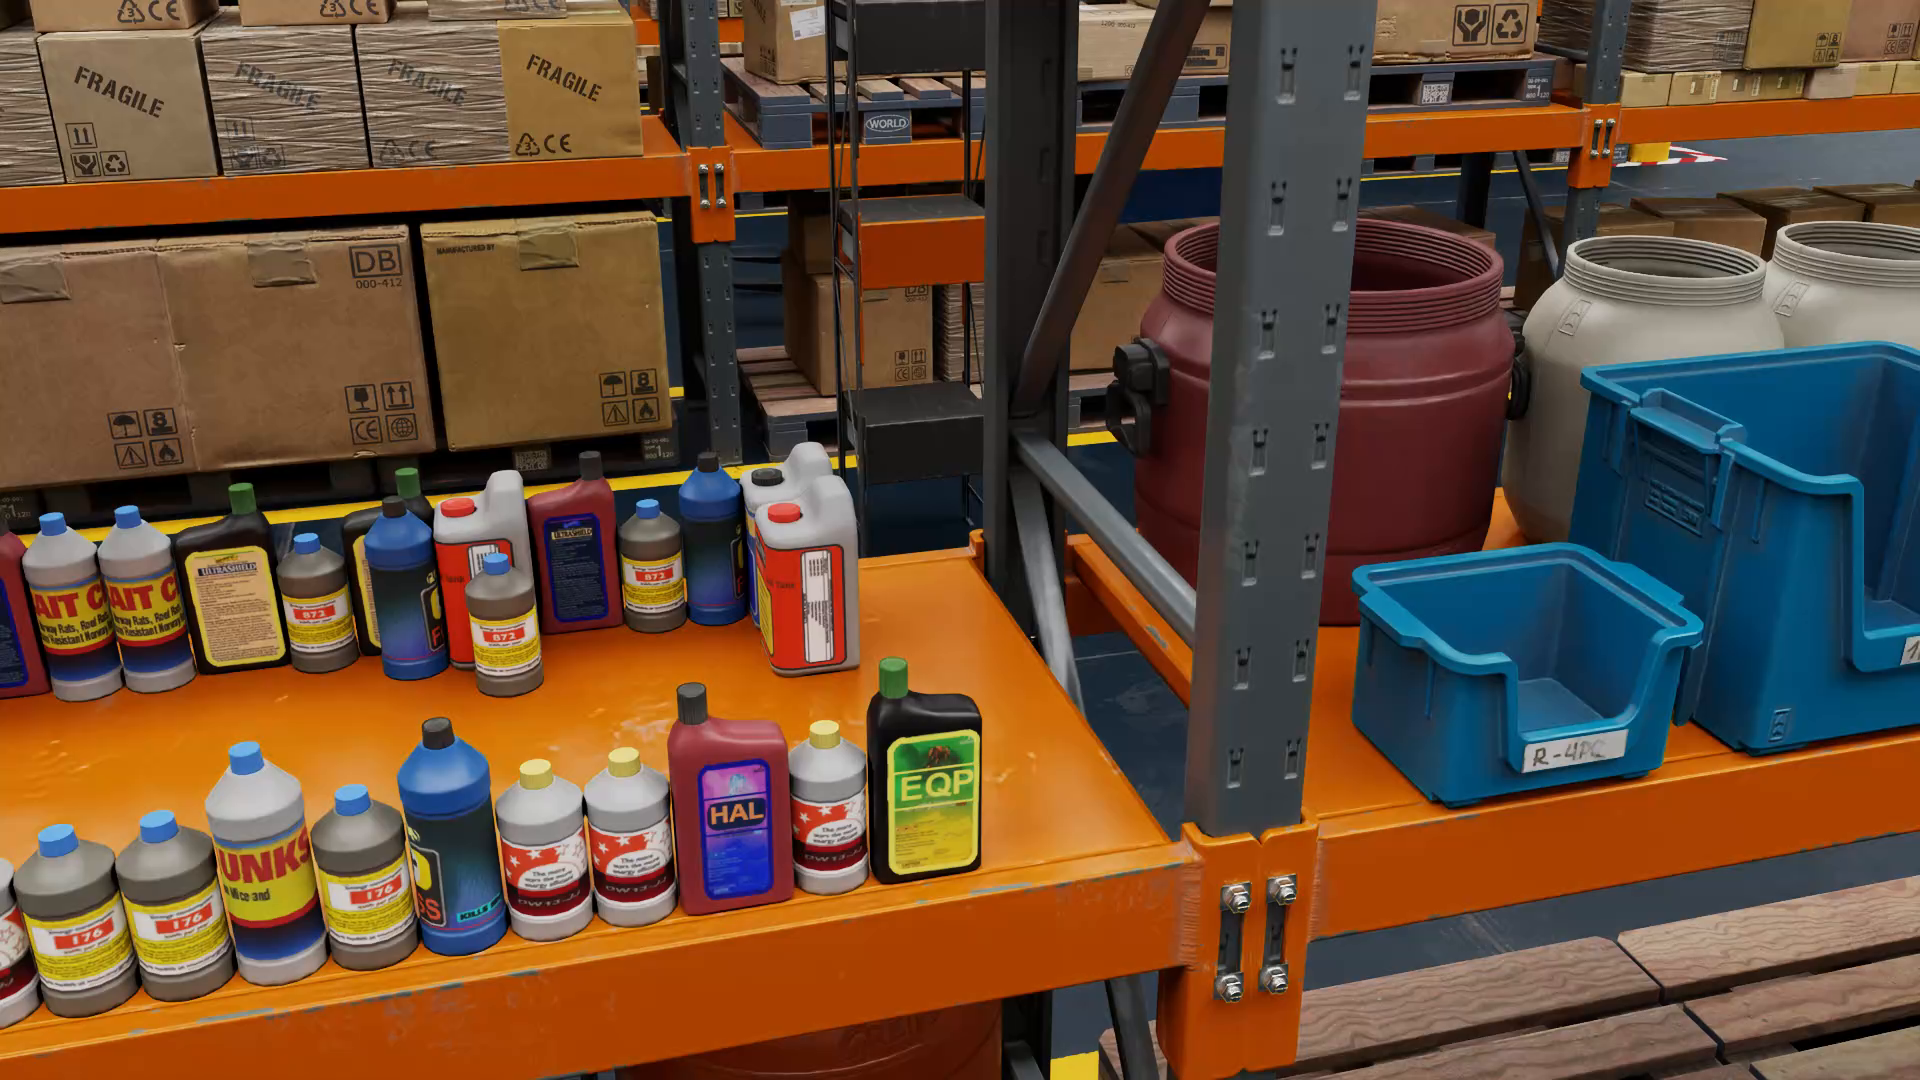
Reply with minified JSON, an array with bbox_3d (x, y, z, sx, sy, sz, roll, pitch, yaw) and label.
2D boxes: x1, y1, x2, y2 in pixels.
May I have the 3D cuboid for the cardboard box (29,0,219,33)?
[{"bbox_3d":[-3.086,-2.165,6.092,0.637,0.503,0.797,-6,24,-13],"label":"cardboard box"}]

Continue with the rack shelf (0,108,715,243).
[{"bbox_3d":[-3.031,-1.328,6.453,4.000,0.370,1.077,-6,24,-14],"label":"rack shelf"}]

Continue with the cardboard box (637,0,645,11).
[{"bbox_3d":[-1.987,-3.961,11.551,0.500,0.500,0.500,-6,24,-14],"label":"cardboard box"}]

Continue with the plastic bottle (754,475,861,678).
[{"bbox_3d":[-0.230,0.047,2.494,0.135,0.276,0.152,-6,24,-14],"label":"plastic bottle"}]

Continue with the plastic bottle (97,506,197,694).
[{"bbox_3d":[-1.187,0.081,2.420,0.097,0.271,0.097,0,23,0],"label":"plastic bottle"}]

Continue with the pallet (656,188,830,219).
[{"bbox_3d":[-1.568,-2.539,11.901,1.213,0.211,1.003,-6,24,-14],"label":"pallet"}]

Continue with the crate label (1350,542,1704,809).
[{"bbox_3d":[0.739,0.183,2.232,0.416,0.233,0.303,-6,24,-14],"label":"crate label"}]

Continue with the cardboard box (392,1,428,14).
[{"bbox_3d":[-2.143,-1.913,6.778,0.500,0.500,0.500,-7,24,-16],"label":"cardboard box"}]

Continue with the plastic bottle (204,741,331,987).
[{"bbox_3d":[-0.755,0.344,1.807,0.097,0.271,0.097,0,23,0],"label":"plastic bottle"}]

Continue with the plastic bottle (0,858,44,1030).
[{"bbox_3d":[-1.036,0.408,1.748,0.097,0.201,0.097,0,23,0],"label":"plastic bottle"}]

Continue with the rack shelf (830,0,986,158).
[{"bbox_3d":[-0.159,-1.578,5.524,0.480,0.518,0.431,-6,24,-14],"label":"rack shelf"}]

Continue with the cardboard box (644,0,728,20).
[{"bbox_3d":[-1.843,-3.757,11.075,0.500,0.500,0.500,-6,24,-14],"label":"cardboard box"}]

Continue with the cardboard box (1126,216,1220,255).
[{"bbox_3d":[1.146,-1.191,7.833,0.500,0.500,0.700,-8,25,-19],"label":"cardboard box"}]

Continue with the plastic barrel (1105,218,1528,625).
[{"bbox_3d":[0.598,-0.218,2.782,0.708,0.536,0.600,-6,24,-14],"label":"plastic barrel"}]

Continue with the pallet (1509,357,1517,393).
[{"bbox_3d":[1.997,-0.933,8.156,1.213,0.211,1.003,-6,24,-14],"label":"pallet"}]

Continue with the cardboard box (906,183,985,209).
[{"bbox_3d":[0.040,-1.413,7.400,0.500,0.250,0.500,-4,23,-8],"label":"cardboard box"}]

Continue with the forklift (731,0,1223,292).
[{"bbox_3d":[0.122,-2.651,8.712,3.031,2.935,1.130,-1,23,-2],"label":"forklift"}]

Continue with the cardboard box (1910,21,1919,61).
[{"bbox_3d":[4.634,-2.674,8.173,0.500,0.500,0.875,-6,24,-14],"label":"cardboard box"}]

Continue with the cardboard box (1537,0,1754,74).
[{"bbox_3d":[3.196,-2.505,7.780,0.500,0.500,0.875,-6,24,-14],"label":"cardboard box"}]

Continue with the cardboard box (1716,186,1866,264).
[{"bbox_3d":[4.268,-1.529,8.647,0.500,0.500,0.500,-9,25,-19],"label":"cardboard box"}]

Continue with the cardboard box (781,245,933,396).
[{"bbox_3d":[-0.466,-1.004,7.398,0.500,0.500,0.700,-8,24,-17],"label":"cardboard box"}]

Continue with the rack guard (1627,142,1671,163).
[{"bbox_3d":[5.378,-3.471,13.707,0.348,0.500,1.175,-6,24,-14],"label":"rack guard"}]

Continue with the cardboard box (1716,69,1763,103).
[{"bbox_3d":[3.512,-2.150,7.775,0.250,0.149,0.380,-6,24,-14],"label":"cardboard box"}]

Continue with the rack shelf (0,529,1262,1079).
[{"bbox_3d":[-1.693,0.552,2.071,4.000,0.370,1.077,-6,24,-14],"label":"rack shelf"}]

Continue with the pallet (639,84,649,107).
[{"bbox_3d":[-3.029,-4.435,16.319,1.213,0.211,1.003,-6,24,-14],"label":"pallet"}]

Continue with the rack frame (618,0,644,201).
[{"bbox_3d":[-2.348,-3.766,11.222,0.127,3.000,1.000,-6,24,-14],"label":"rack frame"}]

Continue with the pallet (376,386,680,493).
[{"bbox_3d":[-1.885,-0.535,7.229,1.213,0.211,1.003,-6,24,-14],"label":"pallet"}]

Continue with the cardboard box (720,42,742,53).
[{"bbox_3d":[-2.527,-4.758,16.334,0.625,0.372,0.950,-7,24,-15],"label":"cardboard box"}]

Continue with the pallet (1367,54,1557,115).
[{"bbox_3d":[1.971,-2.183,7.778,1.213,0.211,1.003,-6,24,-14],"label":"pallet"}]

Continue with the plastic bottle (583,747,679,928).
[{"bbox_3d":[-0.380,0.335,1.917,0.097,0.201,0.097,0,23,0],"label":"plastic bottle"}]

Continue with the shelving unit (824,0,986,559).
[{"bbox_3d":[-0.159,-0.947,5.795,0.503,2.100,0.431,-6,24,-14],"label":"shelving unit"}]

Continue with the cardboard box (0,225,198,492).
[{"bbox_3d":[-3.486,-0.833,6.550,0.875,0.875,1.225,-7,24,-16],"label":"cardboard box"}]

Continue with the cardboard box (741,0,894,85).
[{"bbox_3d":[-0.596,-2.183,6.875,0.500,0.500,0.500,-9,25,-21],"label":"cardboard box"}]

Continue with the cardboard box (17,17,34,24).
[{"bbox_3d":[-3.601,-1.753,6.406,0.500,0.500,0.500,-7,24,-15],"label":"cardboard box"}]

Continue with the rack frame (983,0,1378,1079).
[{"bbox_3d":[0.232,0.007,2.428,0.053,2.616,0.949,-6,24,-14],"label":"rack frame"}]

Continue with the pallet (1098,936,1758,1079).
[{"bbox_3d":[0.989,1.222,3.133,1.213,0.211,1.003,-6,24,-14],"label":"pallet"}]

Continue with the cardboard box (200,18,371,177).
[{"bbox_3d":[-2.494,-1.664,6.196,0.500,0.500,0.500,-7,24,-16],"label":"cardboard box"}]

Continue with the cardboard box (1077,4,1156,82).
[{"bbox_3d":[0.570,-2.087,6.967,0.500,0.250,0.500,-7,24,-16],"label":"cardboard box"}]

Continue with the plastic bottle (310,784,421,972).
[{"bbox_3d":[-0.661,0.366,1.845,0.097,0.201,0.097,0,23,0],"label":"plastic bottle"}]

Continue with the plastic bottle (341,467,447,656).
[{"bbox_3d":[-0.858,0.032,2.519,0.133,0.283,0.061,-6,24,-14],"label":"plastic bottle"}]

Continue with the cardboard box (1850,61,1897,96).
[{"bbox_3d":[4.231,-2.233,7.970,0.250,0.149,0.380,-6,24,-14],"label":"cardboard box"}]

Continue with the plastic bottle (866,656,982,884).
[{"bbox_3d":[-0.042,0.267,1.971,0.133,0.283,0.061,-6,24,-14],"label":"plastic bottle"}]

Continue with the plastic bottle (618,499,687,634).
[{"bbox_3d":[-0.484,0.036,2.615,0.097,0.201,0.097,0,23,0],"label":"plastic bottle"}]

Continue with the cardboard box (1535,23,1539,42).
[{"bbox_3d":[3.873,-3.642,13.097,0.875,0.875,0.875,-7,24,-15],"label":"cardboard box"}]
